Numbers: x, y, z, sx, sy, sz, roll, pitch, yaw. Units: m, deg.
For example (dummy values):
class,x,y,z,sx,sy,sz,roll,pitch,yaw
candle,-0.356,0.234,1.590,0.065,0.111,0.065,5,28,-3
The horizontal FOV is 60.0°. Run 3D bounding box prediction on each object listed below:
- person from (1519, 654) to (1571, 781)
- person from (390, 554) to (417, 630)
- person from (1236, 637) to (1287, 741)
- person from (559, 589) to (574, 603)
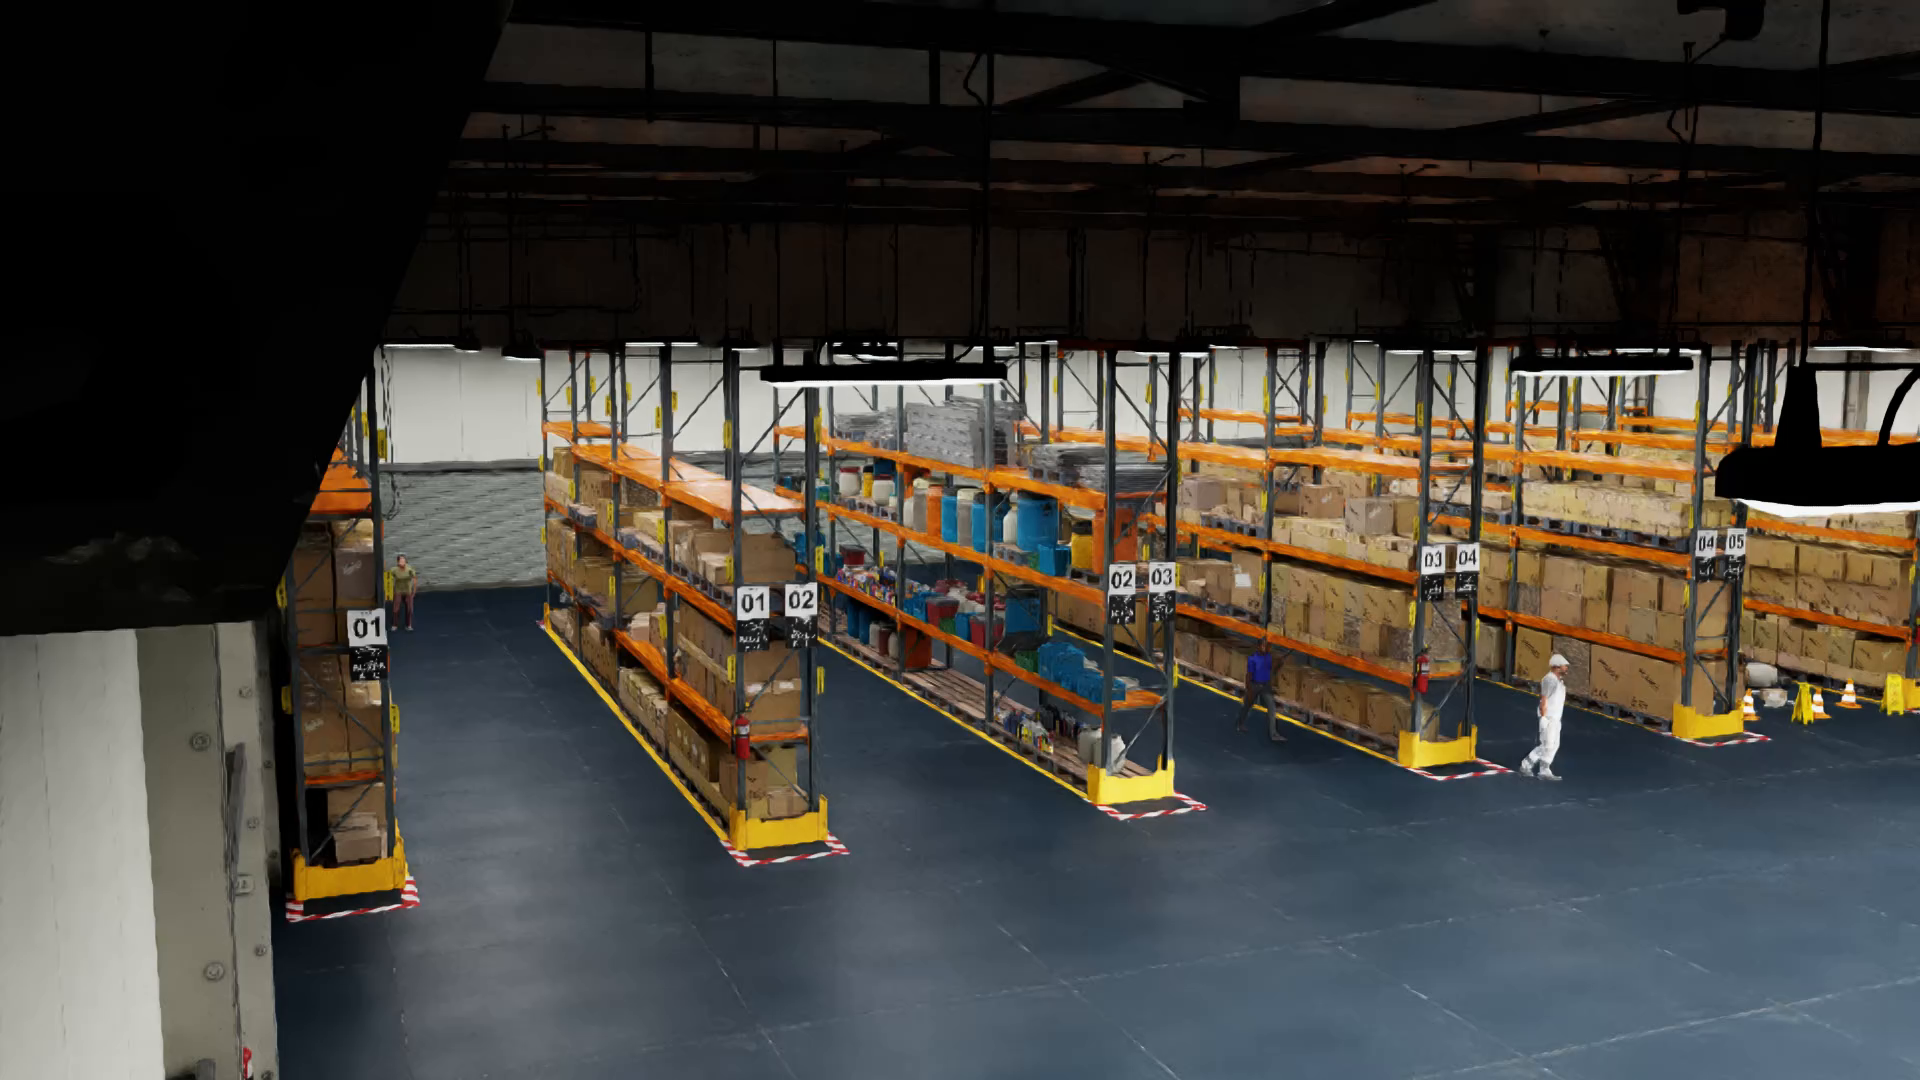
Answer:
class,x,y,z,sx,sy,sz,roll,pitch,yaw
person,8.123,2.460,23.094,0.577,1.777,0.589,5,9,33
person,-11.513,1.076,34.338,0.598,1.619,0.507,-3,8,-24
person,4.566,2.240,25.392,0.447,1.574,1.088,-3,8,-20
person,-8.802,0.568,37.540,0.464,1.761,0.720,1,7,6
